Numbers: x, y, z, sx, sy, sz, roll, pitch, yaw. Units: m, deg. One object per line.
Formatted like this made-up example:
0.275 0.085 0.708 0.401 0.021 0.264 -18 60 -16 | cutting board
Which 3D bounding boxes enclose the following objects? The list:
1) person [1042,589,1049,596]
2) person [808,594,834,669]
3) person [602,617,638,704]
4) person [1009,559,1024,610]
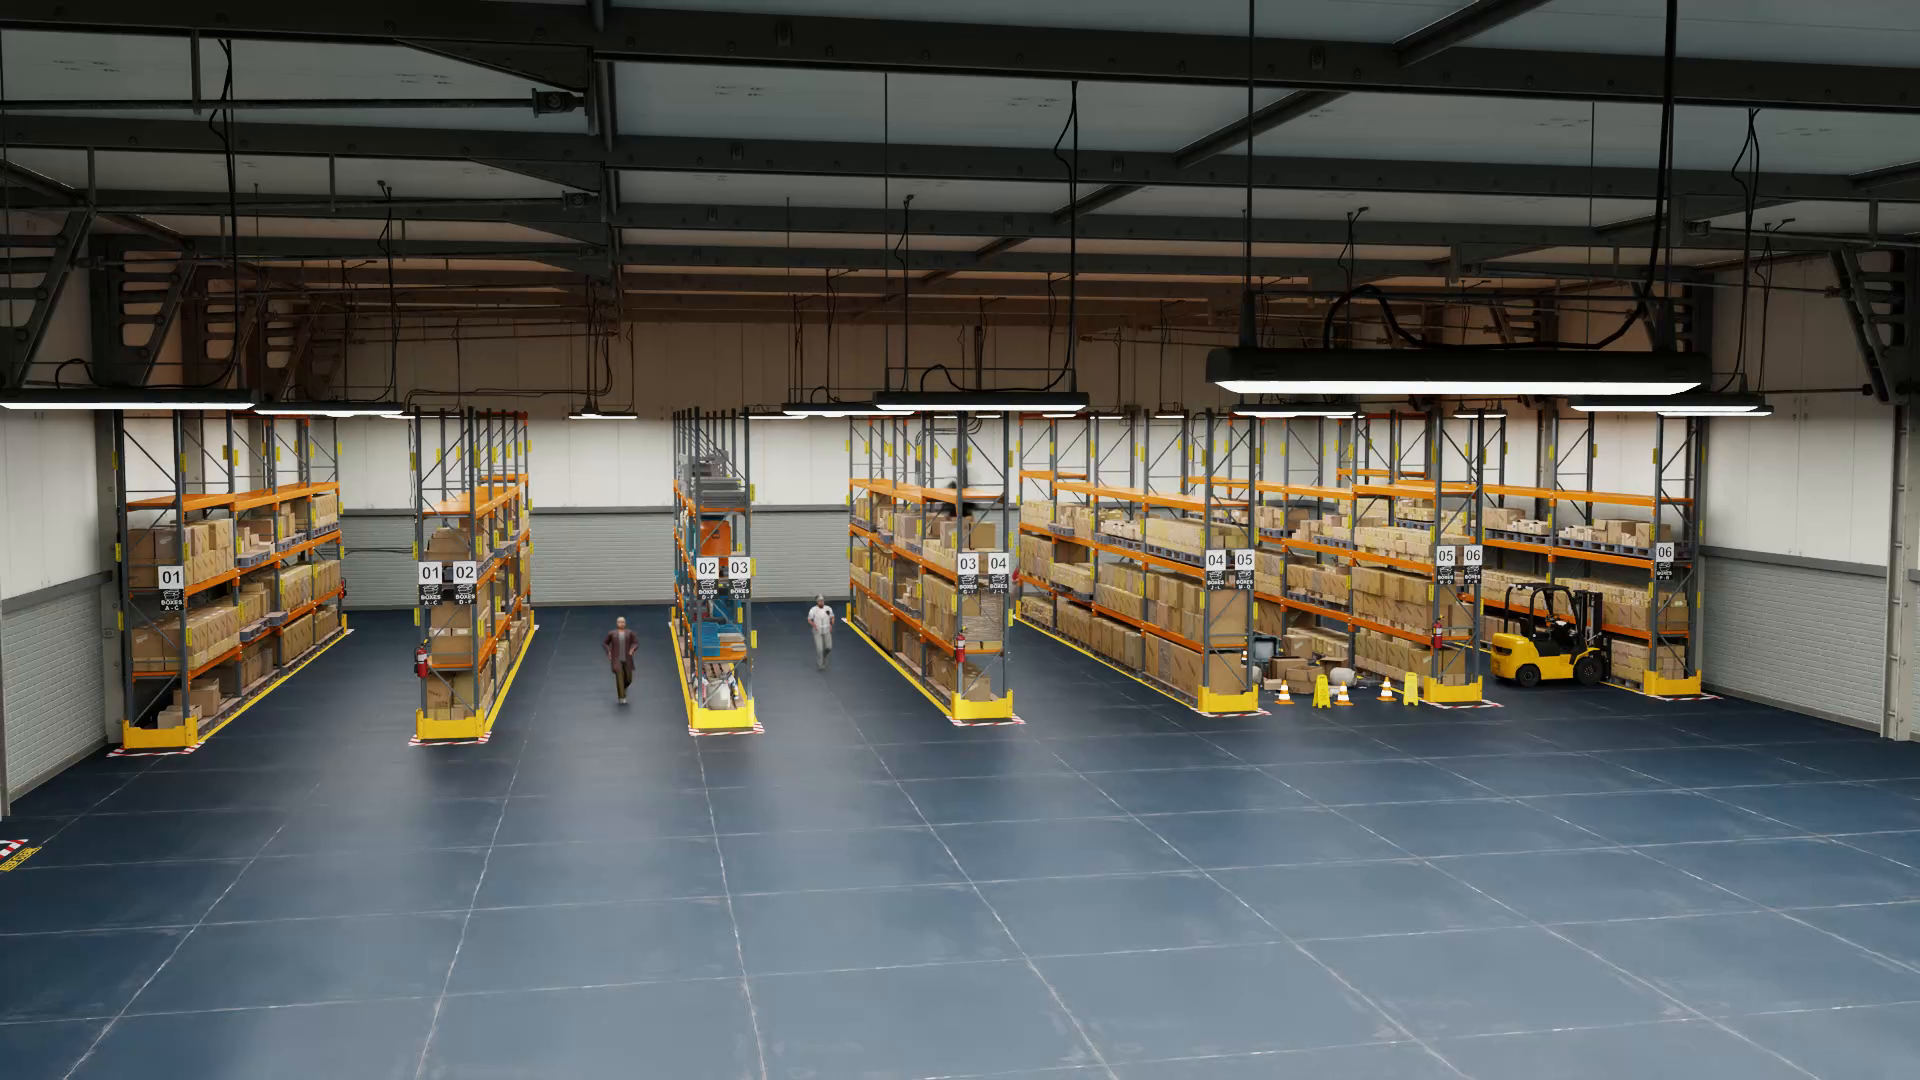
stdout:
2.709 1.310 50.035 0.628 1.744 0.718 2 5 30 | person
-3.184 2.117 38.397 0.638 1.737 0.586 -1 4 -14 | person
-6.917 2.441 33.939 0.715 1.735 0.826 -1 4 -19 | person
1.698 1.363 49.951 0.740 1.661 0.769 1 4 8 | person
